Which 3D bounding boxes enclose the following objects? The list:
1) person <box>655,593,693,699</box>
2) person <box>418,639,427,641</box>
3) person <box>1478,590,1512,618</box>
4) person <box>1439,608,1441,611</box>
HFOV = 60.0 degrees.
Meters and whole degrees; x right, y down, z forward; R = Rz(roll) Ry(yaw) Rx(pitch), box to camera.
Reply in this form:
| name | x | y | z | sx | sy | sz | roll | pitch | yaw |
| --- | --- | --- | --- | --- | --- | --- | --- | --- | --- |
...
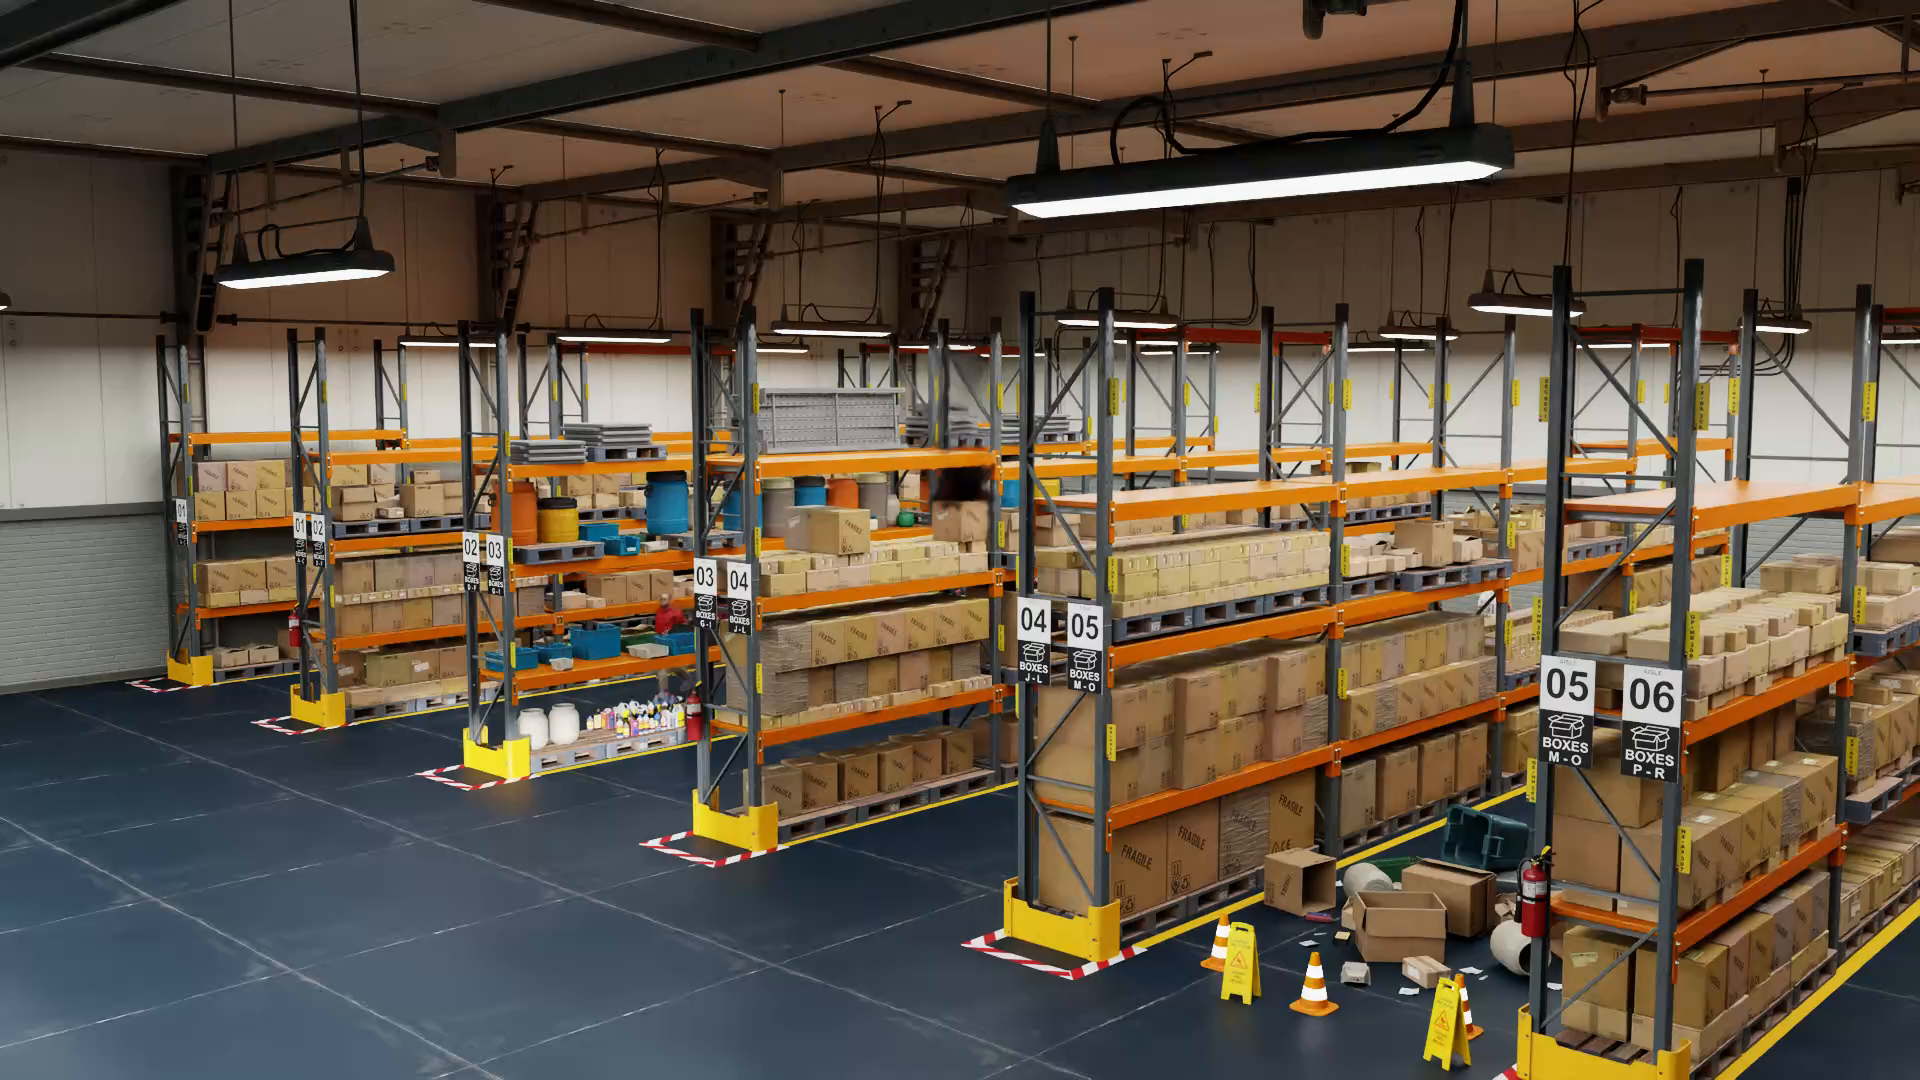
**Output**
| name | x | y | z | sx | sy | sz | roll | pitch | yaw |
| --- | --- | --- | --- | --- | --- | --- | --- | --- | --- |
| person | -4.813 | 1.726 | 27.556 | 0.671 | 1.729 | 0.835 | 3 | 6 | 27 |
| person | -9.405 | 1.603 | 29.364 | 0.524 | 1.703 | 0.767 | 4 | 7 | 37 |
| person | 9.650 | 1.490 | 29.860 | 0.681 | 1.751 | 0.600 | 0 | 5 | -4 |
| person | 7.752 | 1.831 | 27.197 | 0.561 | 1.586 | 0.693 | 4 | 7 | 37 |
